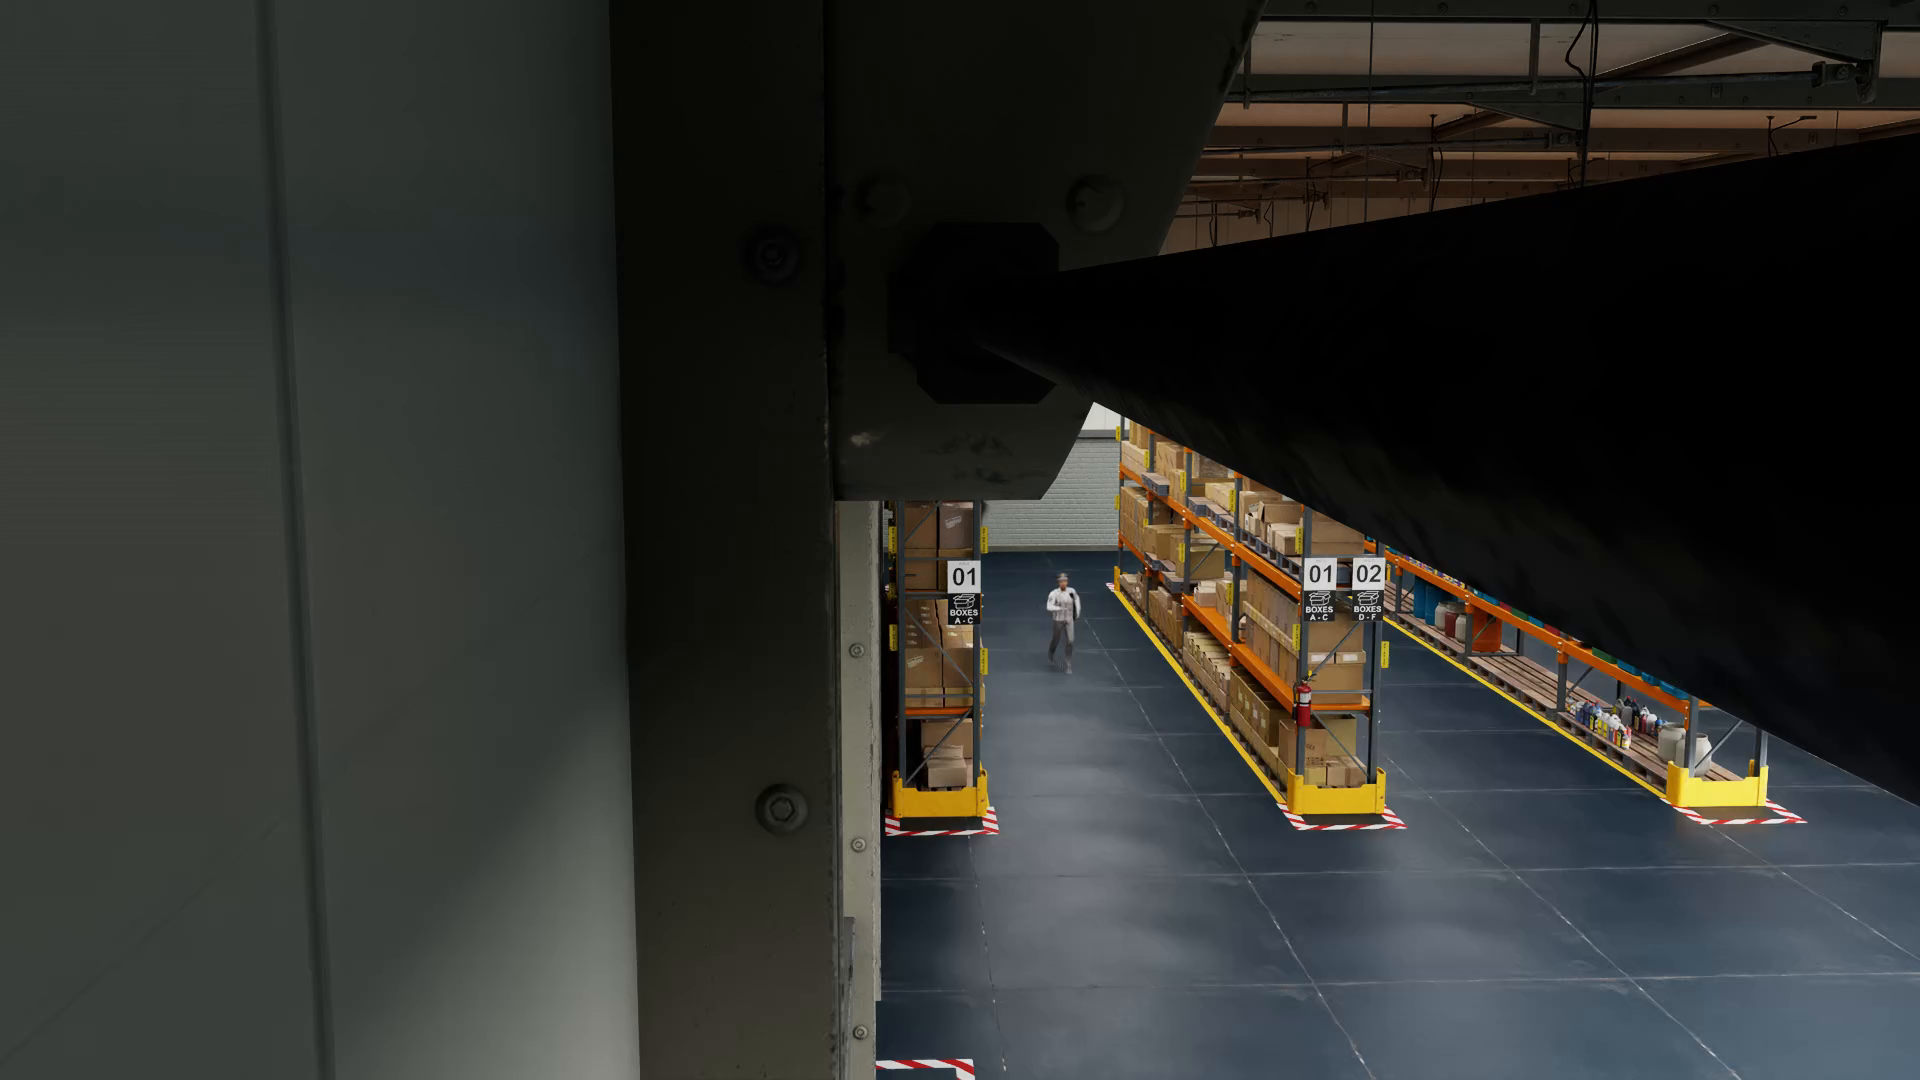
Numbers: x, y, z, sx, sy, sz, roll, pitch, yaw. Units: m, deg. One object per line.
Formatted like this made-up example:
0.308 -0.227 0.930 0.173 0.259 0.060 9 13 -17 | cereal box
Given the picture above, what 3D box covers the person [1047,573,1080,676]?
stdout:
1.764 1.404 28.509 0.621 1.746 0.880 -1 8 -8 | person
